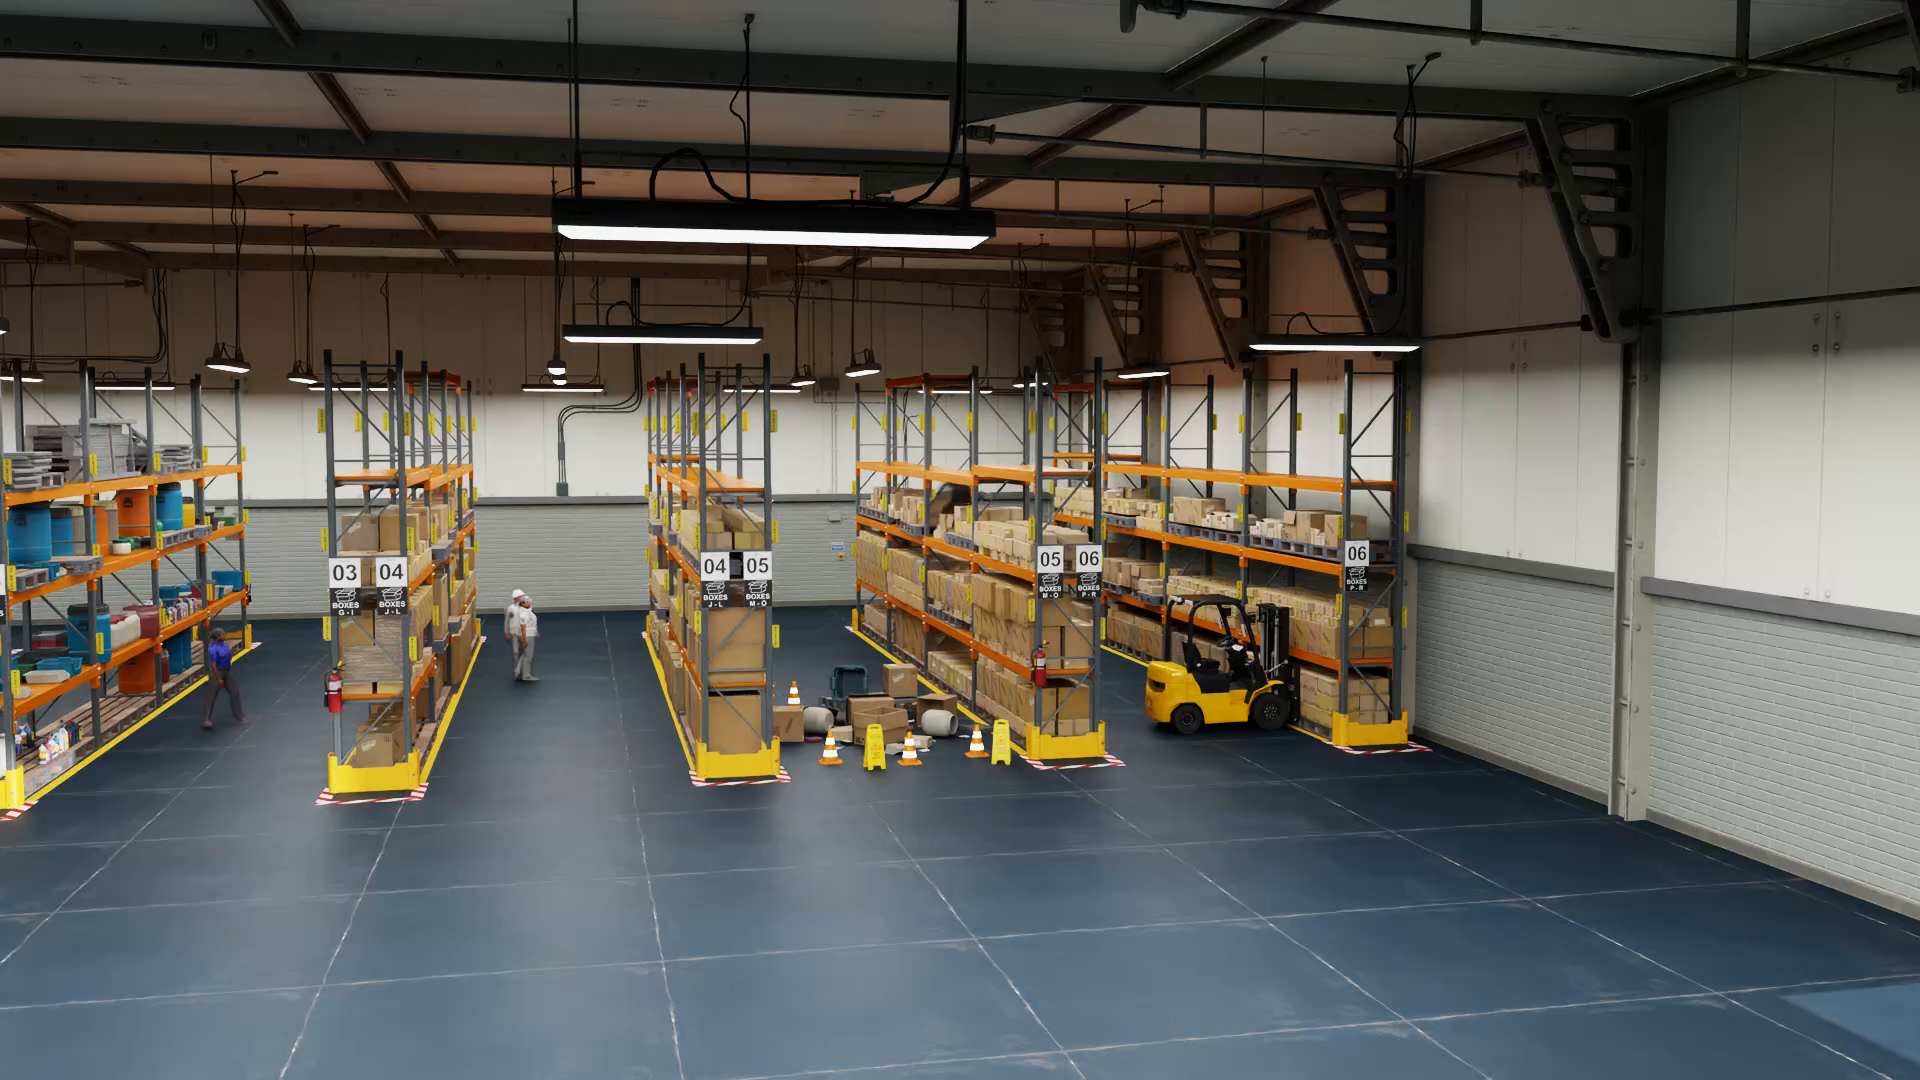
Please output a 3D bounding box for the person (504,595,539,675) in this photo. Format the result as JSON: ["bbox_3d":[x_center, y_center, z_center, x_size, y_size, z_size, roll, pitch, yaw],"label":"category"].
[{"bbox_3d":[-8.703,1.842,33.011,0.665,1.628,0.853,-1,4,-15],"label":"person"}]

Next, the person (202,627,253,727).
[{"bbox_3d":[-12.219,2.293,27.614,0.560,1.620,0.671,2,4,22],"label":"person"}]

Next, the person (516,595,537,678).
[{"bbox_3d":[-8.444,1.871,32.436,0.408,1.600,0.473,-2,5,-29],"label":"person"}]
